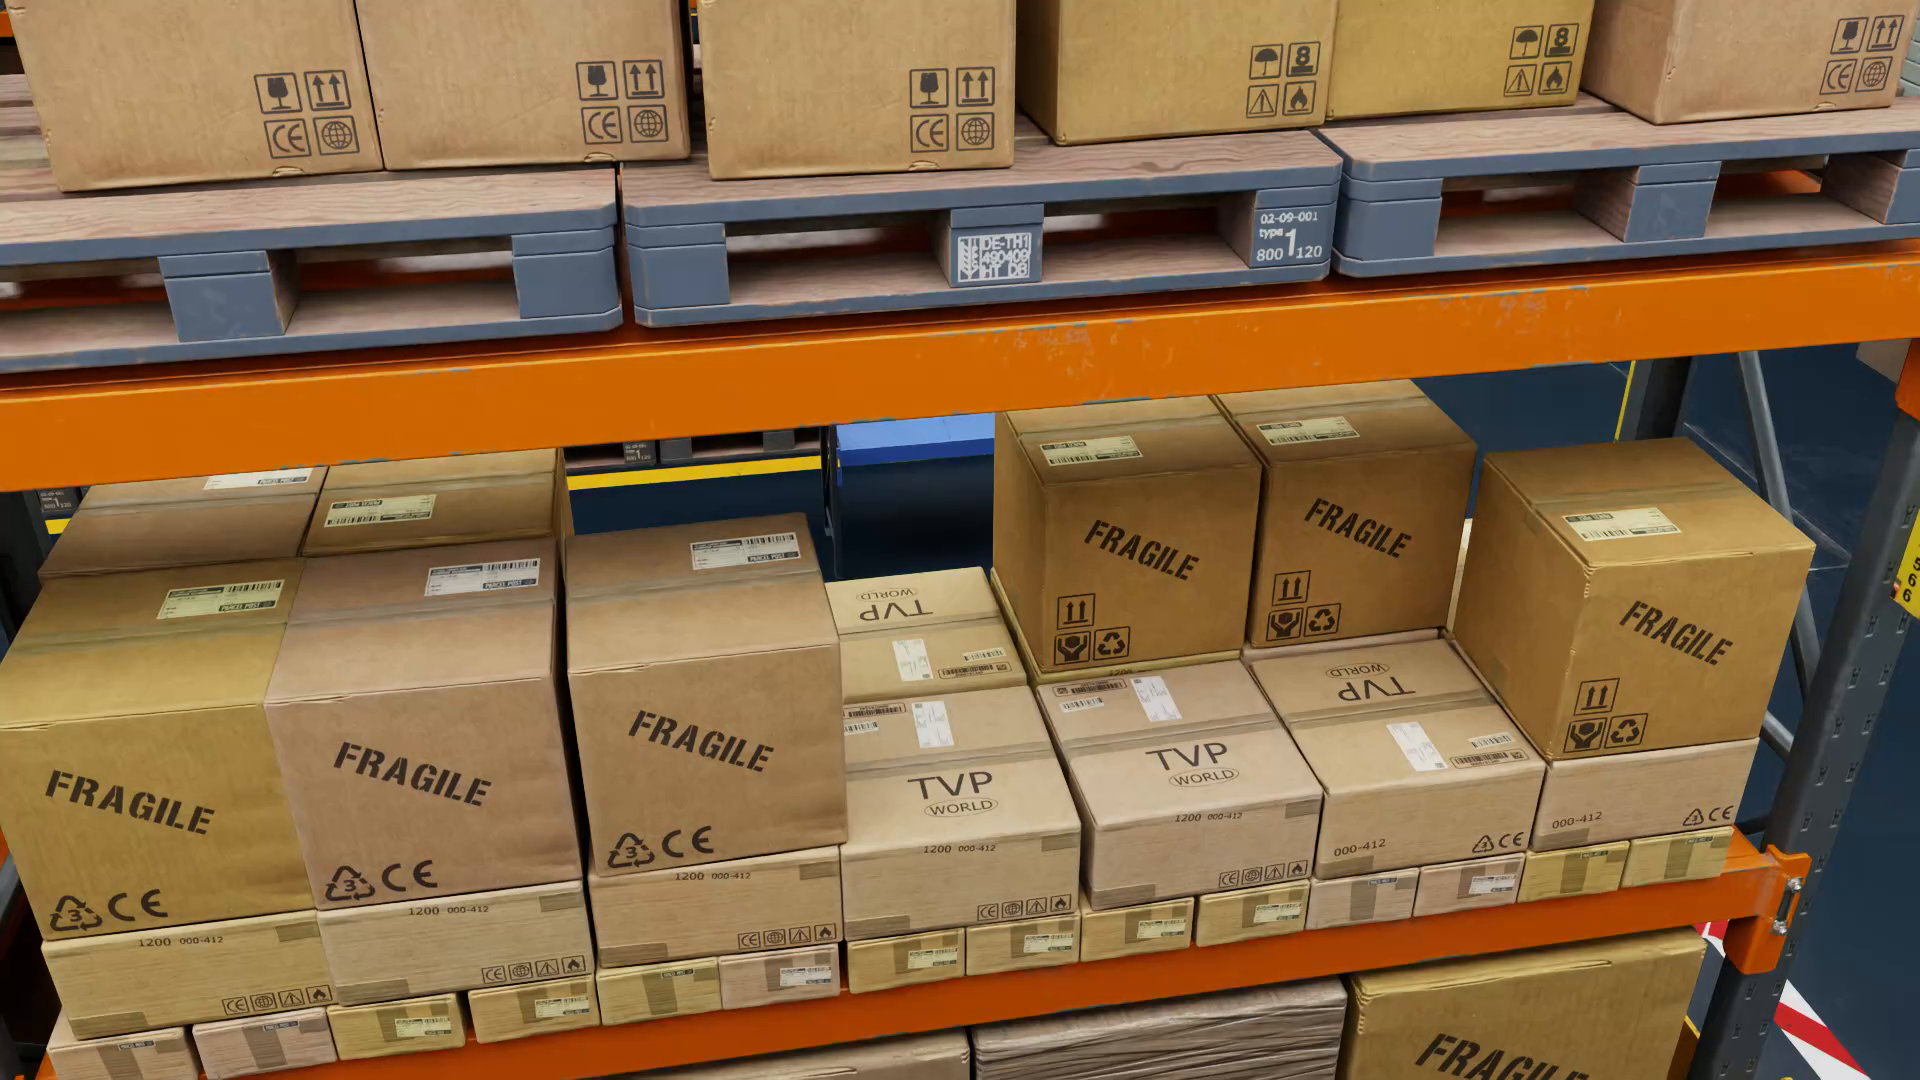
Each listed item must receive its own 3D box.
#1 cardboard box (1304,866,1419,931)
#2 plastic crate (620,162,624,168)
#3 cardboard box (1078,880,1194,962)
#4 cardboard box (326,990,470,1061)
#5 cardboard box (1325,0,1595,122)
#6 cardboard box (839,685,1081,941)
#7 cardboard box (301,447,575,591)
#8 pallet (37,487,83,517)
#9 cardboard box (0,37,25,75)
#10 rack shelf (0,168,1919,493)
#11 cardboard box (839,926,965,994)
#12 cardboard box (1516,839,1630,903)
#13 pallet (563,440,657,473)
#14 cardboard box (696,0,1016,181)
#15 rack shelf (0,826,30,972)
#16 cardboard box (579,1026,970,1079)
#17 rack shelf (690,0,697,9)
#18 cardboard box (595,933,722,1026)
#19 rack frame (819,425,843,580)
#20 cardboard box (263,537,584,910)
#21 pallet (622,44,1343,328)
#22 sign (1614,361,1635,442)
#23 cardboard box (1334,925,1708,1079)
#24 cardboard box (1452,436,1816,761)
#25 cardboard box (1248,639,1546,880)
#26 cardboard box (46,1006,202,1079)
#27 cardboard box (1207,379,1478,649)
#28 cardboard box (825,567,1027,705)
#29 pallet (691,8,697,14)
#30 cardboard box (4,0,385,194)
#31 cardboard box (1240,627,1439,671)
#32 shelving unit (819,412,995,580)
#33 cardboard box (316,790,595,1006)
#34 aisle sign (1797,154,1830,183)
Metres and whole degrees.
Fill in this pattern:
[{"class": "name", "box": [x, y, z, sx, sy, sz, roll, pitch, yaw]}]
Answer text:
[{"class": "cardboard box", "box": [0.860, 0.705, 3.840, 0.250, 0.149, 0.380, -5, 31, -8]}, {"class": "plastic crate", "box": [-1.391, -1.796, 7.903, 0.530, 0.282, 0.437, -5, 31, -9]}, {"class": "cardboard box", "box": [0.350, 0.754, 3.757, 0.250, 0.149, 0.380, -5, 31, -9]}, {"class": "cardboard box", "box": [-1.166, 0.895, 3.517, 0.250, 0.149, 0.380, -4, 31, -7]}, {"class": "cardboard box", "box": [0.824, -1.164, 3.200, 0.500, 0.500, 0.700, -6, 31, -11]}, {"class": "cardboard box", "box": [-0.039, 0.586, 3.649, 0.500, 0.250, 0.500, -5, 31, -9]}, {"class": "cardboard box", "box": [-1.136, 0.090, 3.752, 0.500, 0.500, 0.500, -5, 31, -8]}, {"class": "pallet", "box": [-4.895, -0.409, 8.237, 1.213, 0.211, 1.003, -5, 31, -9]}, {"class": "cardboard box", "box": [-6.817, -3.524, 12.075, 0.500, 0.250, 0.500, -4, 31, -7]}, {"class": "rack shelf", "box": [-0.067, -0.470, 3.340, 4.000, 0.370, 1.077, -5, 31, -9]}, {"class": "cardboard box", "box": [-0.150, 0.800, 3.678, 0.250, 0.149, 0.380, -6, 31, -10]}, {"class": "cardboard box", "box": [1.354, 0.660, 3.916, 0.250, 0.149, 0.380, -5, 31, -8]}, {"class": "pallet", "box": [-2.210, -0.658, 8.661, 1.213, 0.211, 1.003, -5, 31, -9]}, {"class": "cardboard box", "box": [-0.205, -0.990, 2.903, 0.500, 0.500, 0.700, -4, 31, -7]}, {"class": "rack shelf", "box": [-4.001, 1.188, 3.479, 4.000, 0.370, 1.077, -5, 31, -9]}, {"class": "cardboard box", "box": [-0.485, 1.328, 4.214, 0.875, 0.875, 0.875, -5, 31, -9]}, {"class": "rack shelf", "box": [-1.847, -4.116, 12.501, 4.000, 0.370, 1.077, -5, 31, -9]}, {"class": "cardboard box", "box": [-0.656, 0.846, 3.599, 0.250, 0.149, 0.380, -6, 31, -10]}, {"class": "rack frame", "box": [-0.584, -0.592, 7.278, 0.032, 1.500, 0.500, -5, 31, -9]}, {"class": "cardboard box", "box": [-1.031, 0.352, 3.307, 0.500, 0.500, 0.500, -5, 31, -9]}, {"class": "pallet", "box": [-0.030, -0.738, 3.174, 1.213, 0.211, 1.003, -5, 31, -9]}, {"class": "sign", "box": [1.807, -0.354, 4.460, 0.005, 0.325, 0.100, -5, 31, -9]}, {"class": "cardboard box", "box": [1.286, 1.164, 4.493, 0.875, 0.875, 0.875, -5, 31, -9]}, {"class": "cardboard box", "box": [1.469, 0.119, 3.703, 0.500, 0.500, 0.500, -5, 31, -8]}, {"class": "cardboard box", "box": [0.973, 0.490, 3.813, 0.500, 0.250, 0.500, -6, 31, -10]}, {"class": "cardboard box", "box": [-1.683, 0.943, 3.435, 0.250, 0.149, 0.380, -5, 31, -9]}, {"class": "cardboard box", "box": [0.888, -0.101, 4.078, 0.500, 0.500, 0.500, -6, 31, -10]}, {"class": "cardboard box", "box": [-0.137, 0.321, 4.099, 0.500, 0.250, 0.500, -6, 31, -10]}, {"class": "pallet", "box": [-2.746, -5.655, 17.158, 1.213, 0.211, 1.003, -5, 31, -9]}, {"class": "cardboard box", "box": [-1.275, -0.966, 2.862, 0.500, 0.500, 0.700, -7, 31, -12]}, {"class": "cardboard box", "box": [0.870, 0.227, 4.259, 0.500, 0.250, 0.500, -6, 31, -10]}, {"class": "shelving unit", "box": [-0.084, -0.639, 7.357, 1.048, 1.500, 0.538, -5, 31, -9]}, {"class": "cardboard box", "box": [-1.034, 0.677, 3.494, 0.500, 0.250, 0.500, -5, 31, -9]}, {"class": "aisle sign", "box": [1.918, -0.946, 3.835, 0.004, 0.787, 0.394, -5, 31, -9]}]
